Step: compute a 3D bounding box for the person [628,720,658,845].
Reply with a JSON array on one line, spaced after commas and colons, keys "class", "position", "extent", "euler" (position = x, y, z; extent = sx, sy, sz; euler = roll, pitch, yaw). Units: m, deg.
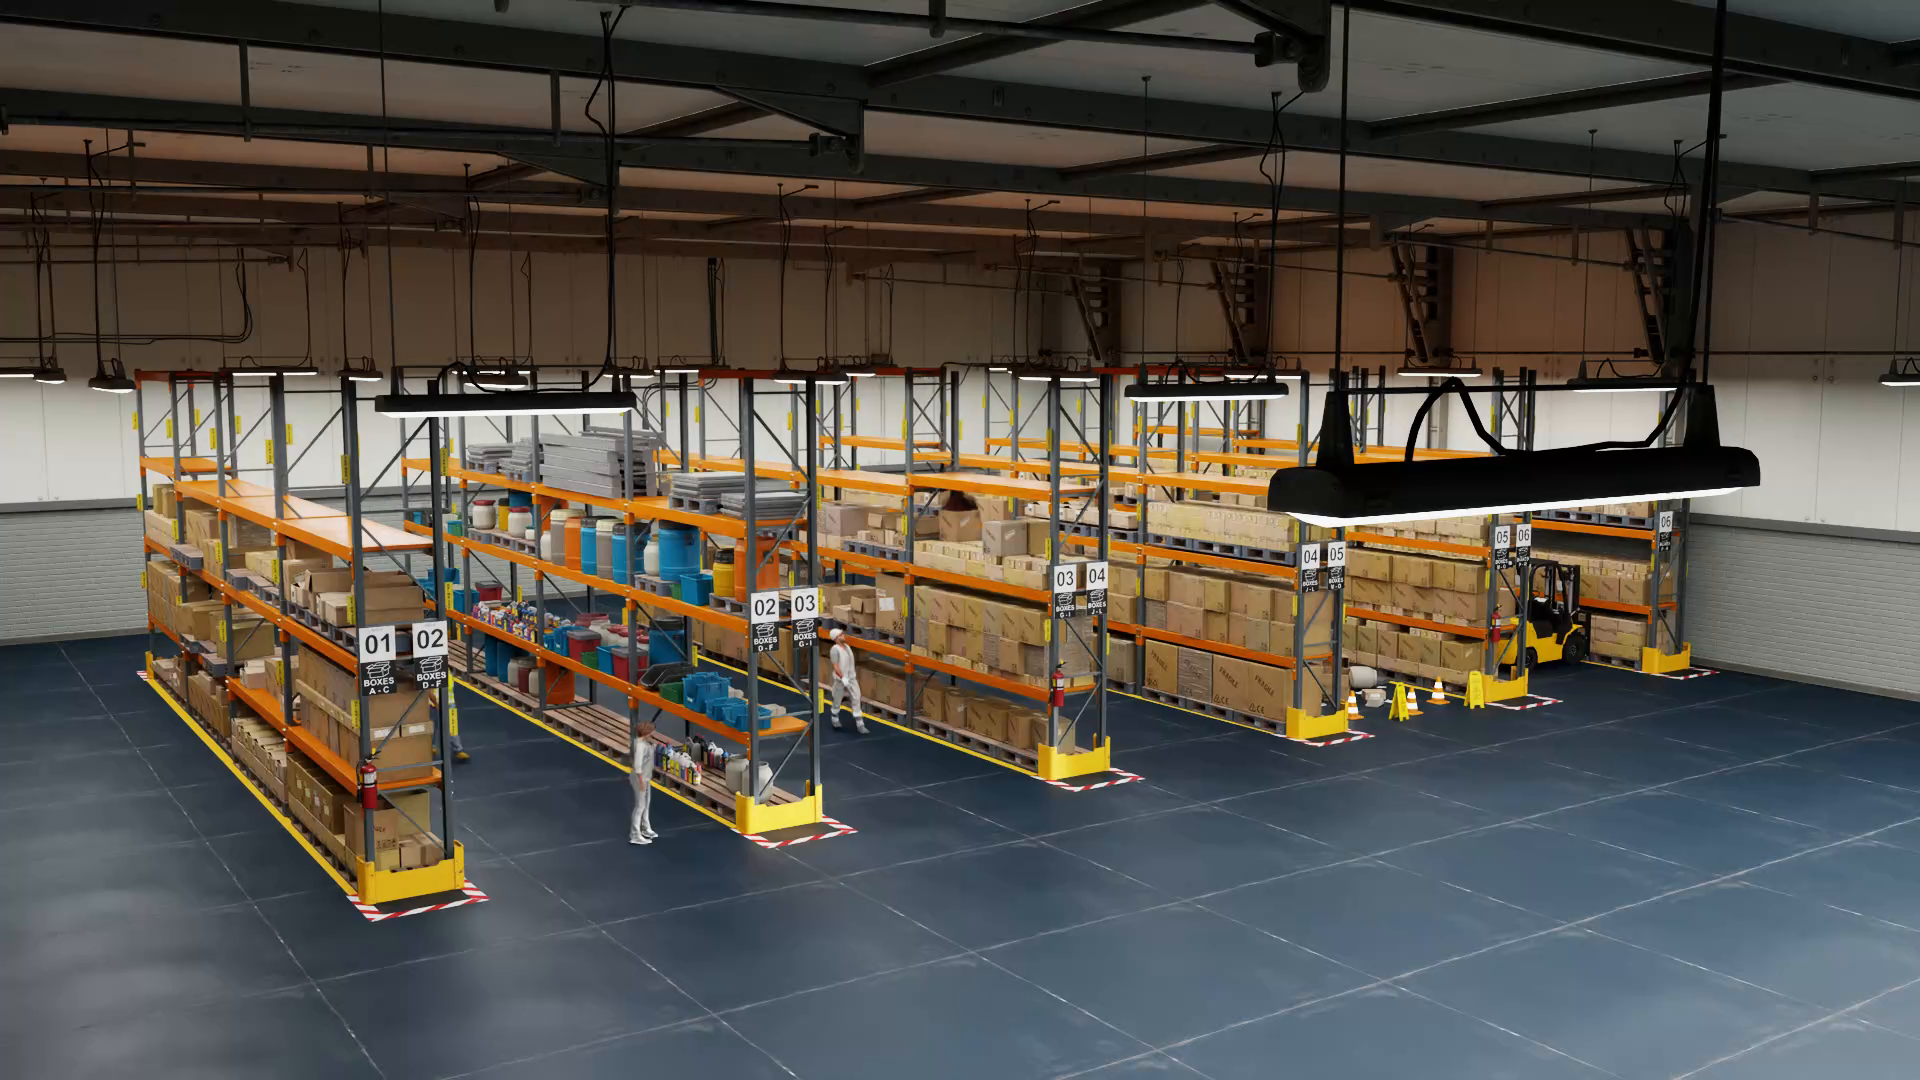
[{"class": "person", "position": [-4.125, 3.119, 21.588], "extent": [0.344, 1.600, 0.507], "euler": [0, 6, 0]}]

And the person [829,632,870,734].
[{"class": "person", "position": [-1.897, 2.378, 27.692], "extent": [0.526, 1.600, 1.034], "euler": [-4, 7, -29]}]

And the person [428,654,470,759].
[{"class": "person", "position": [-8.050, 2.543, 25.811], "extent": [0.495, 1.694, 1.082], "euler": [-5, 8, -38]}]

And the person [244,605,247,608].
[{"class": "person", "position": [-14.835, 1.666, 34.092], "extent": [0.927, 1.636, 0.499], "euler": [6, 9, 42]}]
